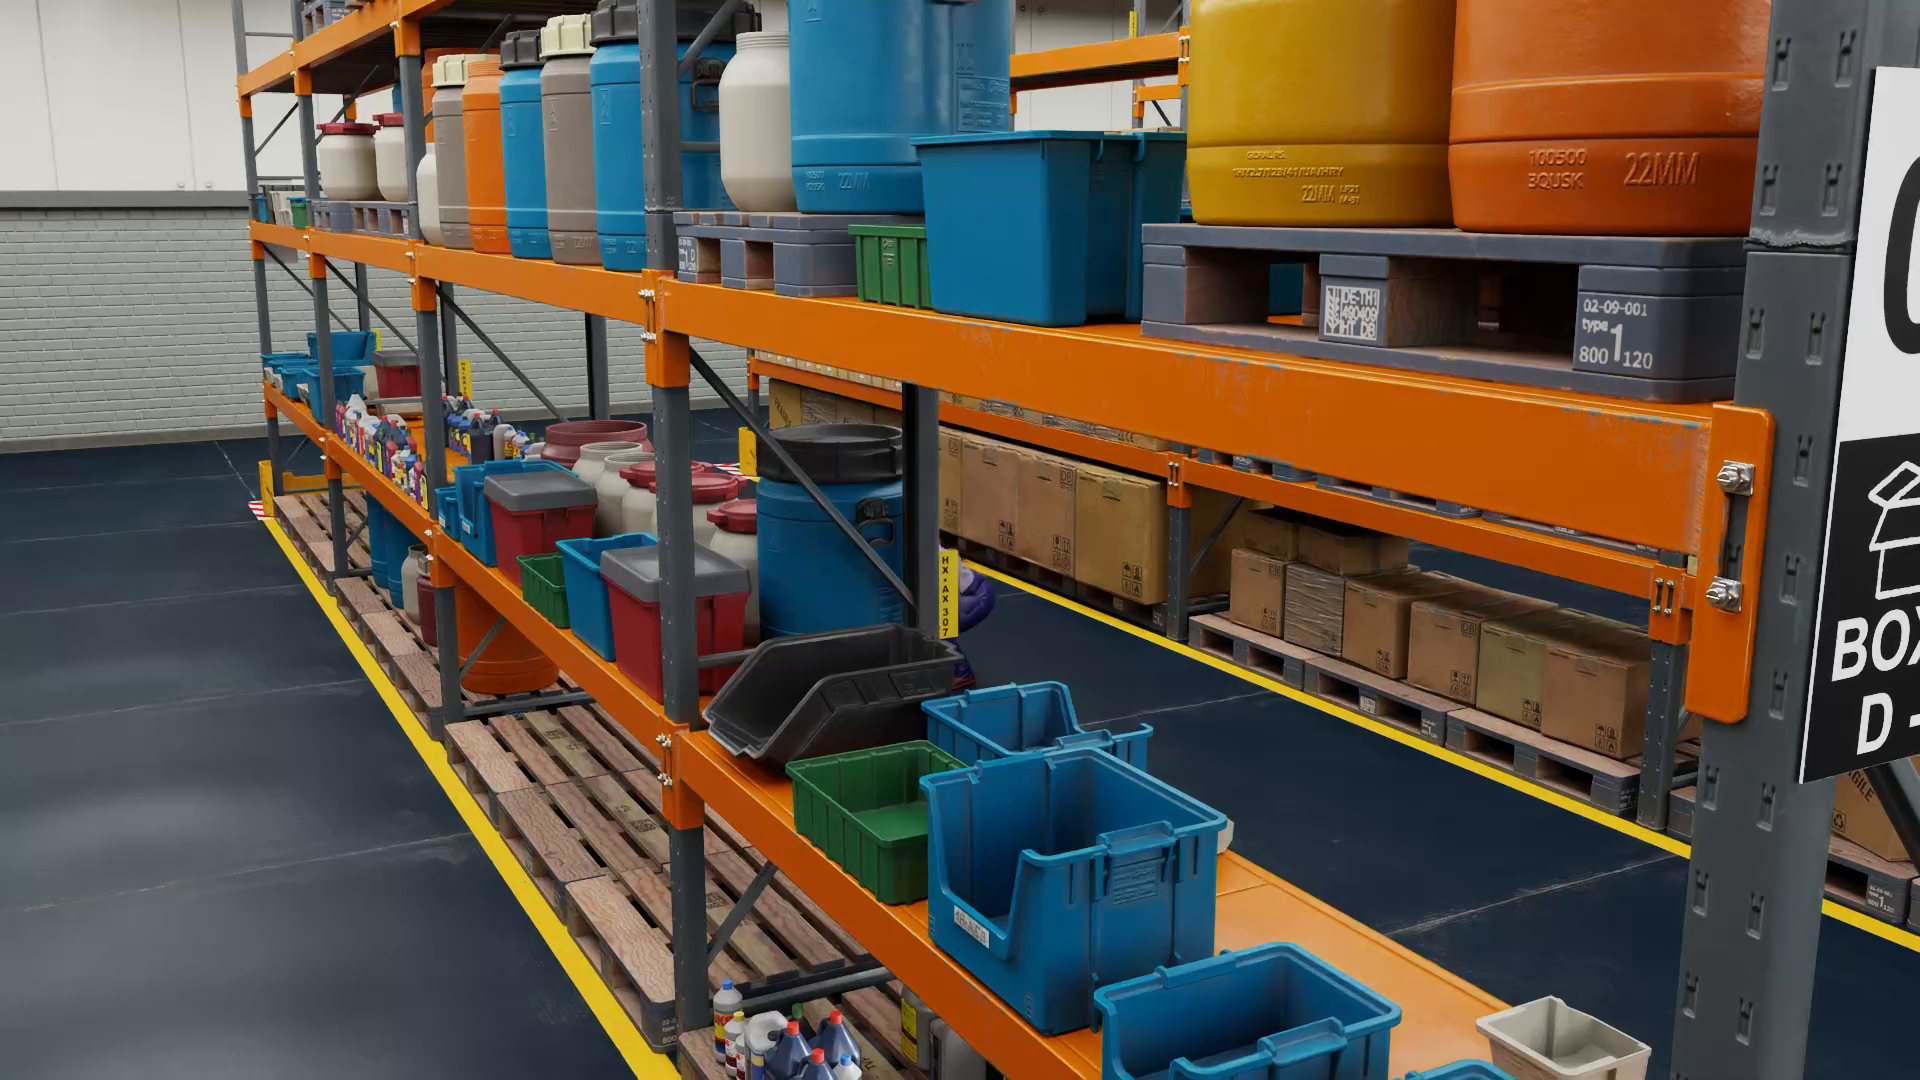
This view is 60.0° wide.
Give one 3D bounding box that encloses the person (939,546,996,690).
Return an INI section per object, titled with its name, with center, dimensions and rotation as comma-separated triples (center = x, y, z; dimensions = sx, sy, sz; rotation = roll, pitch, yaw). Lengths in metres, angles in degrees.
[person]
center = -0.091, 0.453, 10.547
dimensions = 0.637, 0.949, 0.530
rotation = -6, 13, -28
